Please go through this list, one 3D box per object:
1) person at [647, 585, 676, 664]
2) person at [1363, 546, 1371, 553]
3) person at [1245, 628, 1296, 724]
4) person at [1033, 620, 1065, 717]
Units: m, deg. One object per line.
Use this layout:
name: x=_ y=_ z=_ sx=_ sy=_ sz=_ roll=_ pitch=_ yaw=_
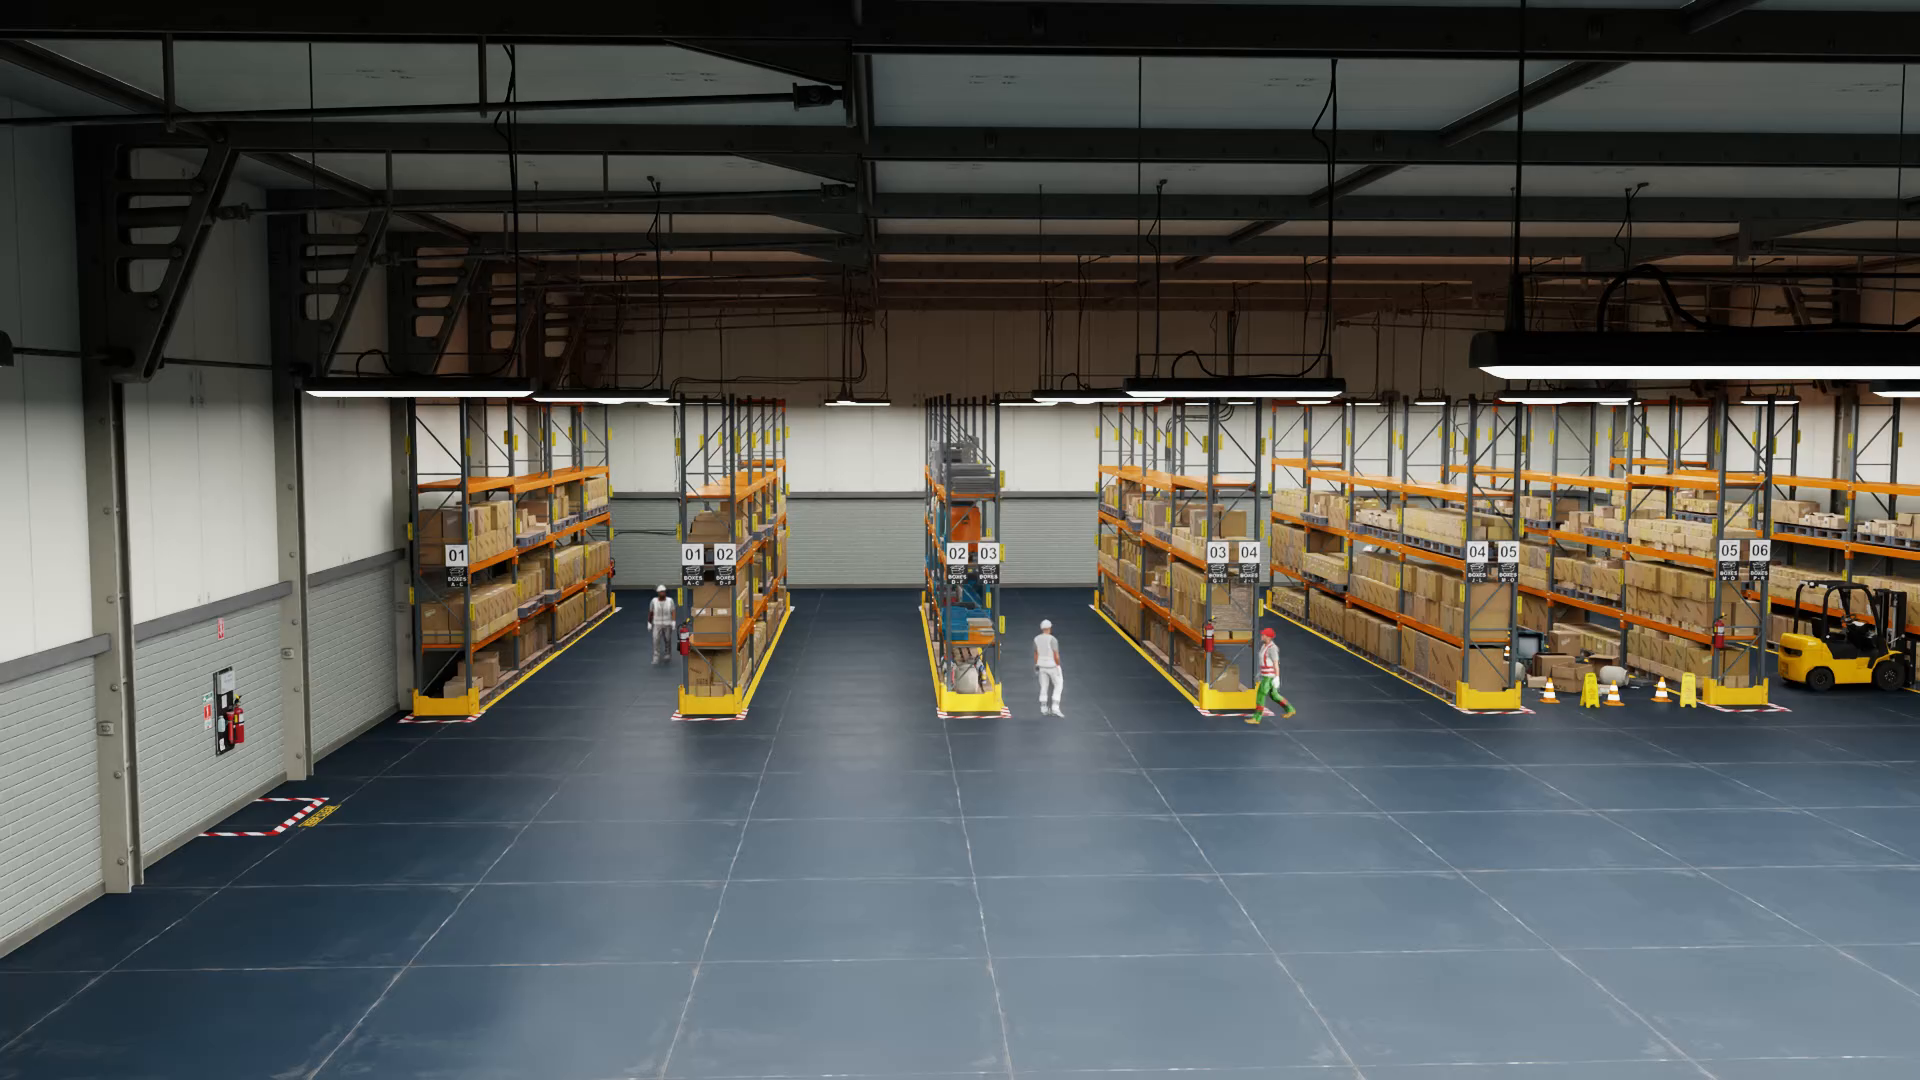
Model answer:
person: x=-6.701 y=1.881 z=37.303 sx=0.647 sy=1.715 sz=1.054 roll=-1 pitch=5 yaw=-7
person: x=11.832 y=1.026 z=48.329 sx=1.027 sy=1.705 sz=0.507 roll=2 pitch=5 yaw=18
person: x=5.642 y=2.461 z=30.202 sx=1.034 sy=1.754 sz=0.603 roll=-1 pitch=5 yaw=-10
person: x=1.656 y=2.397 z=31.034 sx=0.670 sy=1.826 sz=0.351 roll=4 pitch=6 yaw=41
